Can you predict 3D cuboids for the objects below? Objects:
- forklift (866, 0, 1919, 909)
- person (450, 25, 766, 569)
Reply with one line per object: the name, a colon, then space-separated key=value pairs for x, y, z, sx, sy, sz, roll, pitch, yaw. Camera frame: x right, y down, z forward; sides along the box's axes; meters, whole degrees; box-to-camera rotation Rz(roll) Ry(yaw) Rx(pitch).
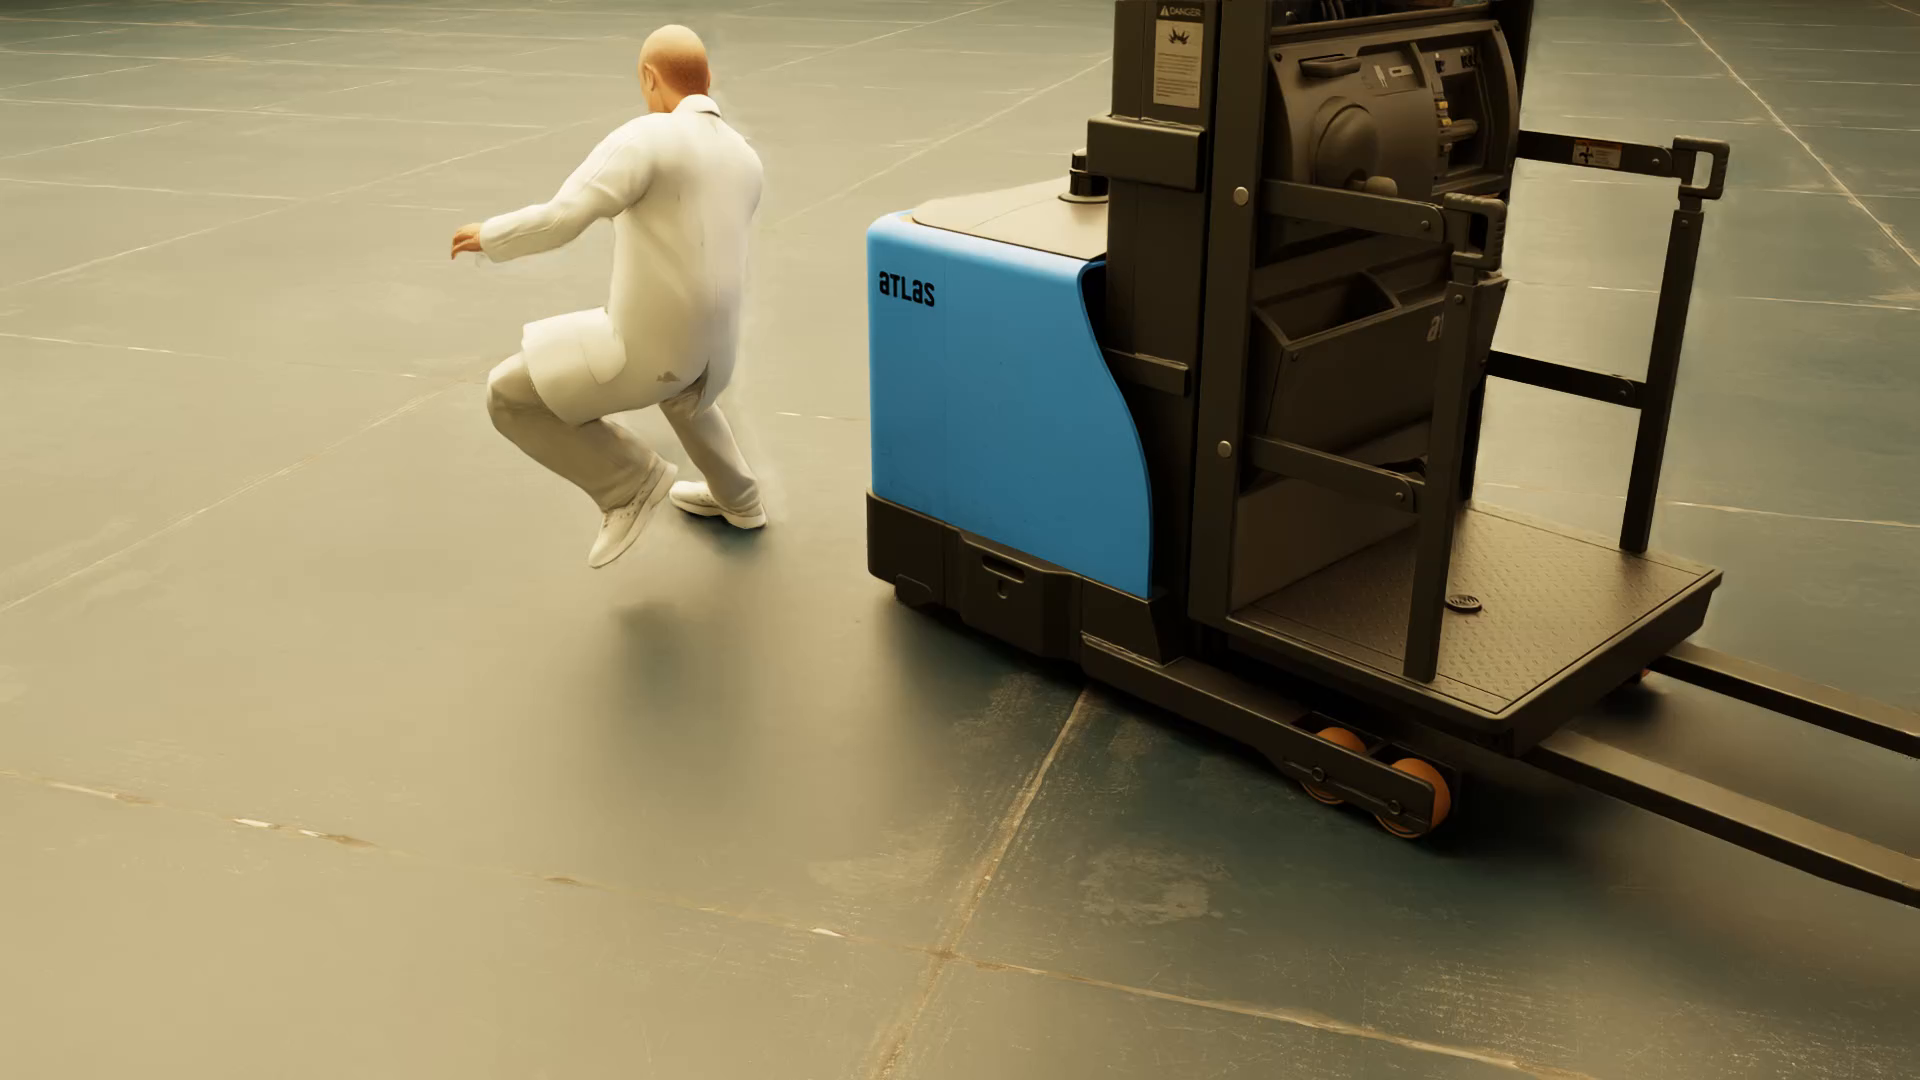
forklift: x=1.127 y=-0.938 z=3.551 sx=1.130 sy=2.935 sz=3.031 roll=-20 pitch=30 yaw=-40
person: x=-0.944 y=-0.657 z=4.697 sx=0.825 sy=1.535 sz=0.898 roll=14 pitch=26 yaw=31
